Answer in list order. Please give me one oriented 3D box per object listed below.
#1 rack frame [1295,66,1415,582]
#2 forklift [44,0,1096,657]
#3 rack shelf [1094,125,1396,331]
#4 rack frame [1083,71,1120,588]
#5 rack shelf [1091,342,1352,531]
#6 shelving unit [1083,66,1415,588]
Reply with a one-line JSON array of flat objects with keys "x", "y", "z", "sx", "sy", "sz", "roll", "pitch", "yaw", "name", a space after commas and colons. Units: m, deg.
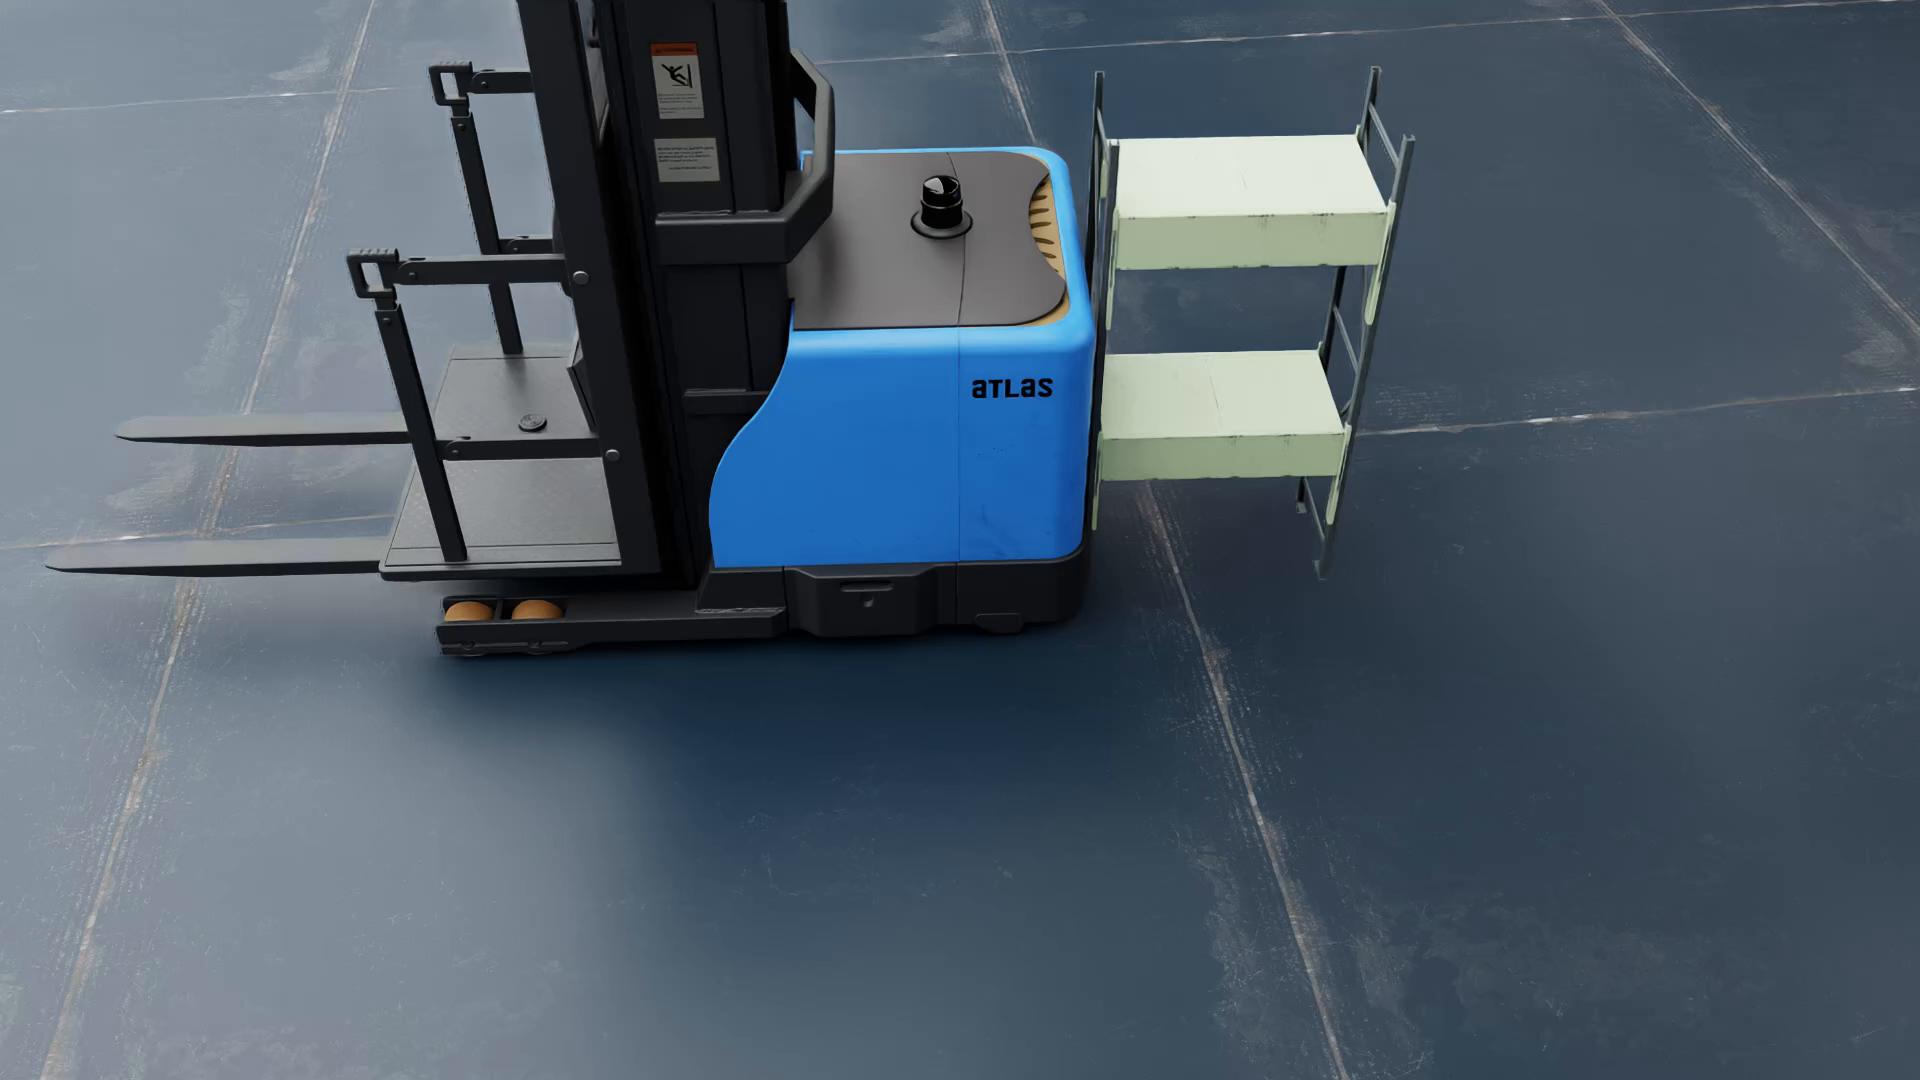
[{"x": 1.106, "y": -0.563, "z": 4.755, "sx": 0.023, "sy": 1.500, "sz": 0.400, "roll": -1, "pitch": 42, "yaw": -2, "name": "rack frame"}, {"x": -1.165, "y": -1.110, "z": 4.292, "sx": 3.031, "sy": 2.935, "sz": 1.130, "roll": -1, "pitch": 42, "yaw": -2, "name": "forklift"}, {"x": 0.741, "y": -0.844, "z": 4.483, "sx": 0.720, "sy": 0.370, "sz": 0.431, "roll": -1, "pitch": 42, "yaw": -2, "name": "rack shelf"}, {"x": 0.375, "y": -0.545, "z": 4.734, "sx": 0.023, "sy": 1.500, "sz": 0.400, "roll": -1, "pitch": 42, "yaw": -2, "name": "rack frame"}, {"x": 0.741, "y": -0.312, "z": 4.963, "sx": 0.720, "sy": 0.370, "sz": 0.431, "roll": -1, "pitch": 42, "yaw": -2, "name": "rack shelf"}, {"x": 0.741, "y": -0.554, "z": 4.745, "sx": 0.755, "sy": 1.500, "sz": 0.431, "roll": -1, "pitch": 42, "yaw": -2, "name": "shelving unit"}]
